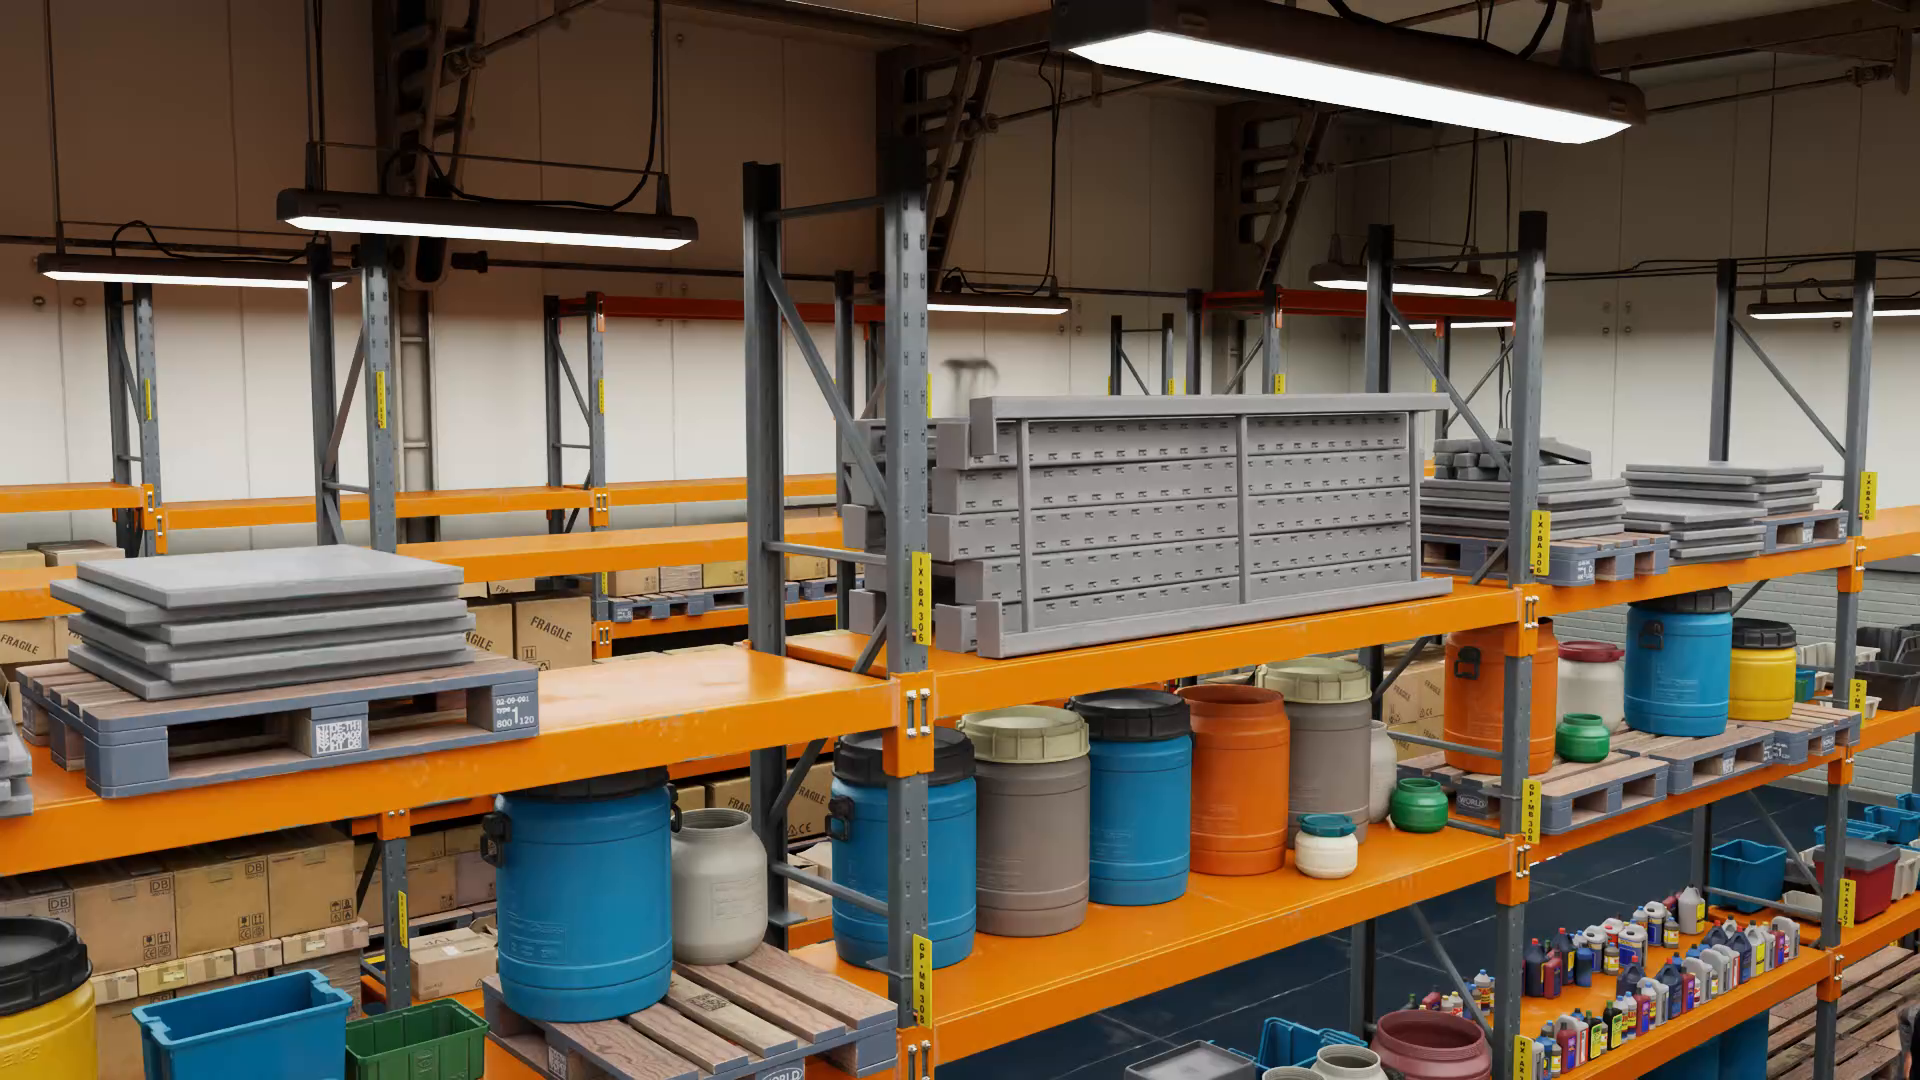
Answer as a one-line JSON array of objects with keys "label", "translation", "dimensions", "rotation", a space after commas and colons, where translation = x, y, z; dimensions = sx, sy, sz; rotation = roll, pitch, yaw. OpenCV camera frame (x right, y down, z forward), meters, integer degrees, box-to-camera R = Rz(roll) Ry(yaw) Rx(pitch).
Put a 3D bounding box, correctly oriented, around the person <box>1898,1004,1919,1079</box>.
[{"label": "person", "translation": [5.840, 3.392, 9.796], "dimensions": [0.652, 1.731, 0.954], "rotation": [5, 7, 40]}]
